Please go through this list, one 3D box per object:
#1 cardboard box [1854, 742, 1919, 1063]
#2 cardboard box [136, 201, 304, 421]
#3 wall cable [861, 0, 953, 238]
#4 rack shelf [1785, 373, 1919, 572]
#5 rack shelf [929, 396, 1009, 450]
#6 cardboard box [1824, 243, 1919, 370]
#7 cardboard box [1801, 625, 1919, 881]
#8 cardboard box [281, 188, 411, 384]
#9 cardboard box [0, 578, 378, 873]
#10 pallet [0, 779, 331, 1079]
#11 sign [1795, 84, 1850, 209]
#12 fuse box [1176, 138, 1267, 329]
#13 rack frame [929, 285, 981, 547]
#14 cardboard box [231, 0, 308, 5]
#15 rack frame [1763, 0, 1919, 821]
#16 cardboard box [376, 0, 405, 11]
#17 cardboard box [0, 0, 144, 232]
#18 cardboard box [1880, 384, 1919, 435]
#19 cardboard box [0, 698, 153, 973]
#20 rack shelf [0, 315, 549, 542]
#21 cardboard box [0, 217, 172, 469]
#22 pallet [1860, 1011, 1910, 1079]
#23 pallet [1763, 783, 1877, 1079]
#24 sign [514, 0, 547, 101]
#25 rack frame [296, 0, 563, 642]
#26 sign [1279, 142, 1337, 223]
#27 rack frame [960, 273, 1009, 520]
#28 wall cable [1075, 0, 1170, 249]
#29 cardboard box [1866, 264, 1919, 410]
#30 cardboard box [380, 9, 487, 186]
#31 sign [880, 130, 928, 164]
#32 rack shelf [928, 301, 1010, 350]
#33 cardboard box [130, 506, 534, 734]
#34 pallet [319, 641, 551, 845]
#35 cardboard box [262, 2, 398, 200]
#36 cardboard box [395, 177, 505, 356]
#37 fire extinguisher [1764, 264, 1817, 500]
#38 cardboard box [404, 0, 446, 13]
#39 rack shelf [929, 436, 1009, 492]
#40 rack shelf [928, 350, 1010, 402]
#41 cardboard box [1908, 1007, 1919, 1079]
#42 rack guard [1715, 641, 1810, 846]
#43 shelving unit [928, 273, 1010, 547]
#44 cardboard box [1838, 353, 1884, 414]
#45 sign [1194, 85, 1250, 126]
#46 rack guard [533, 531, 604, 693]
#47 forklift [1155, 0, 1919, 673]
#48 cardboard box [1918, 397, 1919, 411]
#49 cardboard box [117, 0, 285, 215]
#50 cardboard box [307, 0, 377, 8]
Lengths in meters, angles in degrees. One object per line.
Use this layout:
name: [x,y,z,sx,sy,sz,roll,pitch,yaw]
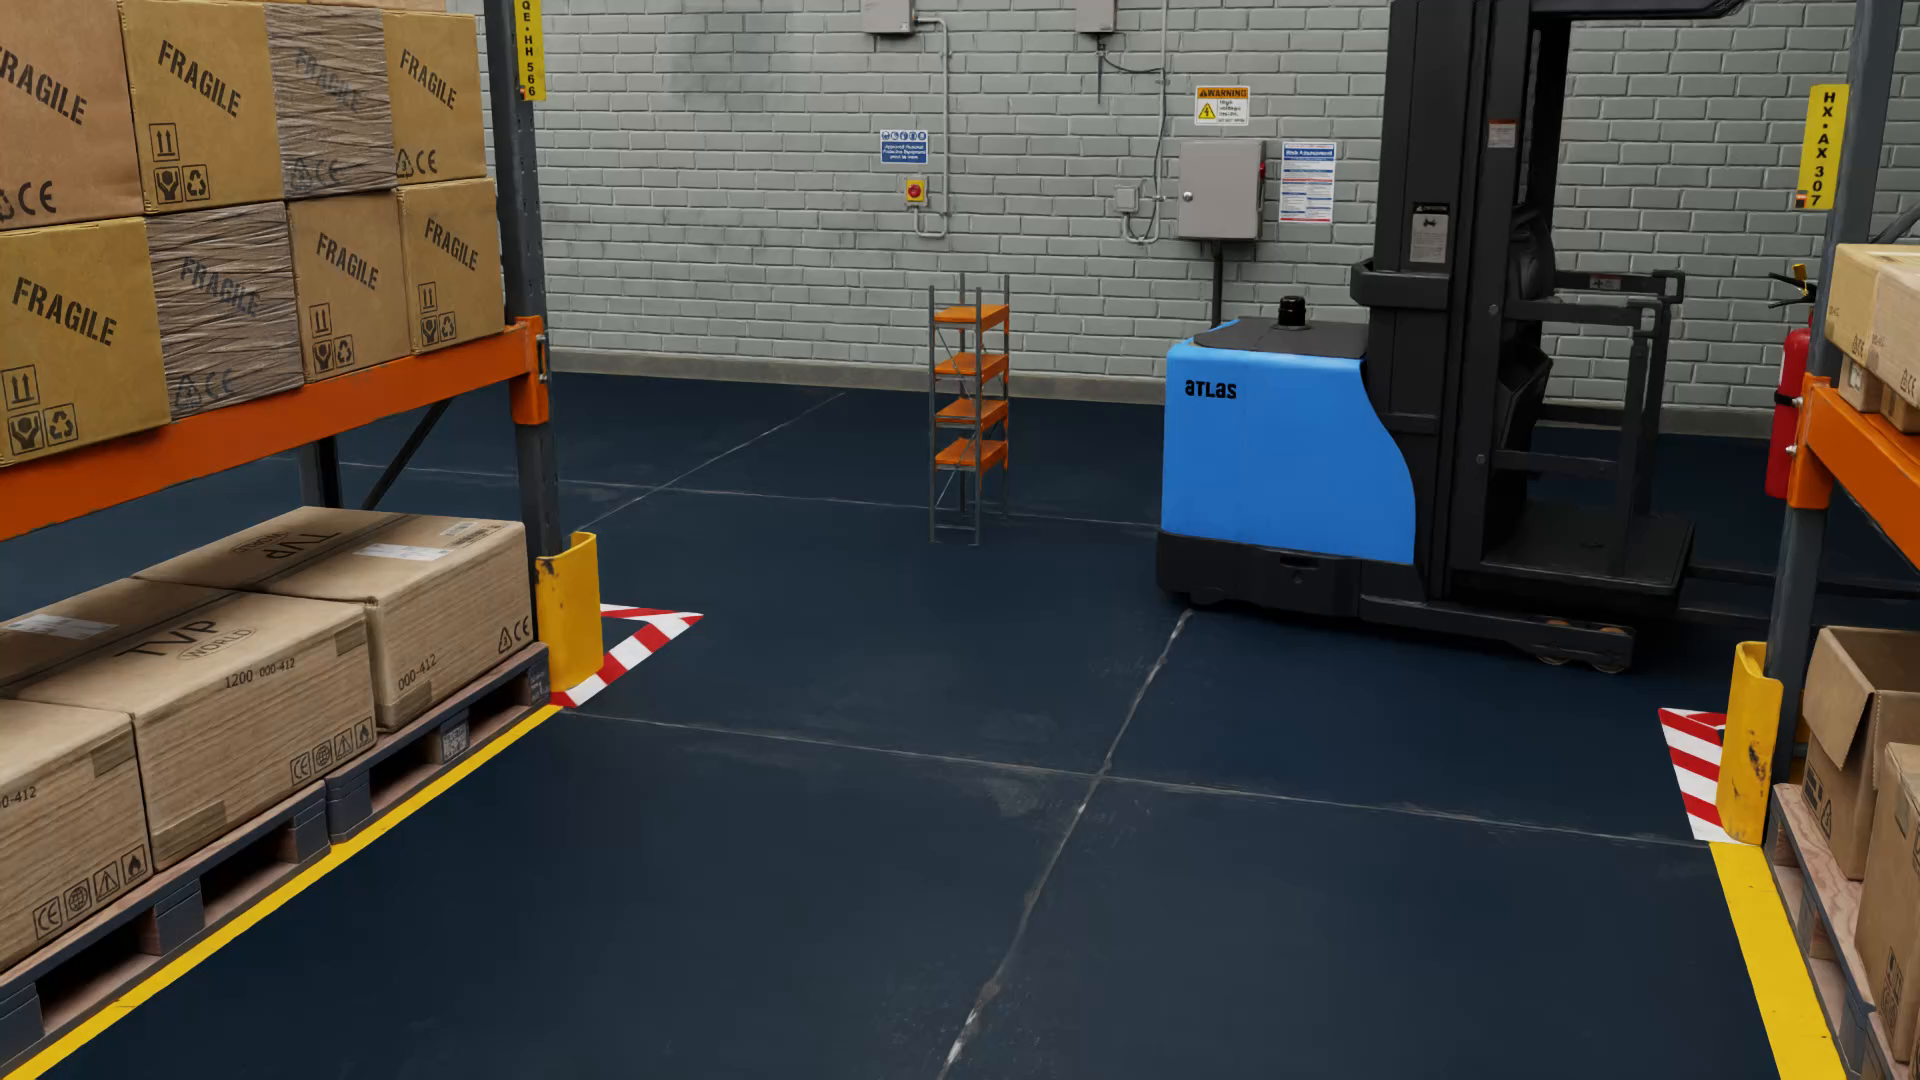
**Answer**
cardboard box: [2.292,0.778,3.399,0.700,0.500,0.500,5,17,18]
cardboard box: [-2.100,-0.615,4.318,0.500,0.500,0.500,5,17,17]
wall cable: [-0.343,-2.960,10.850,0.585,1.953,0.123,5,16,16]
rack shelf: [2.269,0.274,2.685,1.077,0.370,4.000,5,16,16]
rack shelf: [0.047,-0.556,7.837,0.258,0.148,0.480,5,16,16]
cardboard box: [2.450,-0.569,4.067,0.500,0.250,0.500,5,17,16]
cardboard box: [2.572,0.556,4.177,0.797,0.503,0.637,4,16,14]
cardboard box: [-1.963,-0.751,4.796,0.500,0.500,0.500,4,16,15]
cardboard box: [-2.267,0.472,4.595,0.875,0.438,0.875,5,17,17]
pallet: [-2.424,0.896,4.285,1.003,0.211,1.213,5,16,16]
sign: [2.317,-1.054,4.462,0.100,0.325,0.005,5,16,16]
fuse box: [1.630,-1.636,10.460,0.539,1.711,0.414,5,16,16]
rack frame: [-0.022,-0.557,7.593,0.240,1.200,0.015,5,16,16]
cardboard box: [-1.986,-1.506,4.438,0.380,0.149,0.250,5,17,17]
rack frame: [2.837,-0.595,4.432,1.000,3.000,0.127,5,16,16]
cardboard box: [-1.882,-1.643,4.920,0.380,0.149,0.250,5,17,17]
cardboard box: [-2.240,-0.964,3.717,0.500,0.500,0.500,5,16,15]
cardboard box: [2.453,-0.340,3.991,0.380,0.149,0.250,5,17,17]
cardboard box: [-2.525,0.707,3.764,0.875,0.438,0.875,4,16,14]
rack shelf: [-2.491,-0.110,4.039,1.077,0.370,4.000,5,16,16]
cardboard box: [-2.234,-0.479,3.839,0.500,0.500,0.500,5,17,18]
pallet: [2.241,1.293,2.885,1.003,0.211,1.213,5,16,16]
pallet: [2.590,0.975,4.007,1.003,0.211,1.213,5,16,16]
sign: [-1.407,-1.605,5.434,0.100,0.325,0.005,5,16,16]
rack frame: [-1.923,-0.979,5.785,1.000,3.000,0.127,5,16,16]
sign: [2.162,-2.226,10.353,0.329,0.494,0.001,5,16,16]
rack frame: [0.116,-0.684,8.043,0.240,1.200,0.015,5,16,16]
wall cable: [1.020,-2.838,10.477,0.588,1.984,0.122,5,16,16]
cardboard box: [2.307,-0.437,3.602,0.500,0.250,0.500,5,17,16]
cardboard box: [-1.832,-1.364,5.125,0.500,0.500,0.500,5,17,18]
sign: [-0.372,-2.606,11.026,0.327,0.218,0.001,5,16,16]
rack shelf: [0.047,-0.999,7.711,0.258,0.148,0.480,5,16,16]
cardboard box: [-2.015,0.232,5.442,0.875,0.438,0.875,4,16,14]
pallet: [-2.075,0.577,5.407,1.003,0.211,1.213,5,16,16]
cardboard box: [-1.952,-1.225,4.635,0.500,0.500,0.500,5,16,16]
cardboard box: [-1.806,-0.881,5.254,0.500,0.500,0.500,5,17,16]
fire extinguisher: [2.436,-0.453,4.755,0.296,0.674,0.183,5,16,16]
cardboard box: [-1.833,-1.711,5.161,0.380,0.149,0.250,5,17,17]
rack shelf: [0.047,-0.365,7.891,0.258,0.148,0.480,5,16,16]
rack shelf: [0.047,-0.771,7.776,0.258,0.148,0.480,5,16,16]
cardboard box: [2.046,0.909,2.939,0.500,0.500,0.500,5,17,17]
rack guard: [2.816,0.627,4.703,1.175,0.500,0.348,5,16,16]
shelving unit: [0.047,-0.621,7.818,0.258,1.200,0.503,5,16,16]
cardboard box: [2.481,-0.410,4.238,0.380,0.149,0.250,4,16,15]
sign: [1.635,-2.711,10.377,0.339,0.242,0.001,5,16,16]
rack guard: [-1.916,0.217,6.149,1.175,0.500,0.348,5,16,16]
forklift: [2.366,-1.086,6.286,3.031,2.935,1.130,8,18,26]
cardboard box: [2.166,-0.304,3.133,0.500,0.250,0.500,4,16,15]
cardboard box: [-2.096,-1.096,4.180,0.500,0.500,0.500,5,16,16]
cardboard box: [-1.875,-1.569,4.659,0.380,0.149,0.250,4,16,15]
